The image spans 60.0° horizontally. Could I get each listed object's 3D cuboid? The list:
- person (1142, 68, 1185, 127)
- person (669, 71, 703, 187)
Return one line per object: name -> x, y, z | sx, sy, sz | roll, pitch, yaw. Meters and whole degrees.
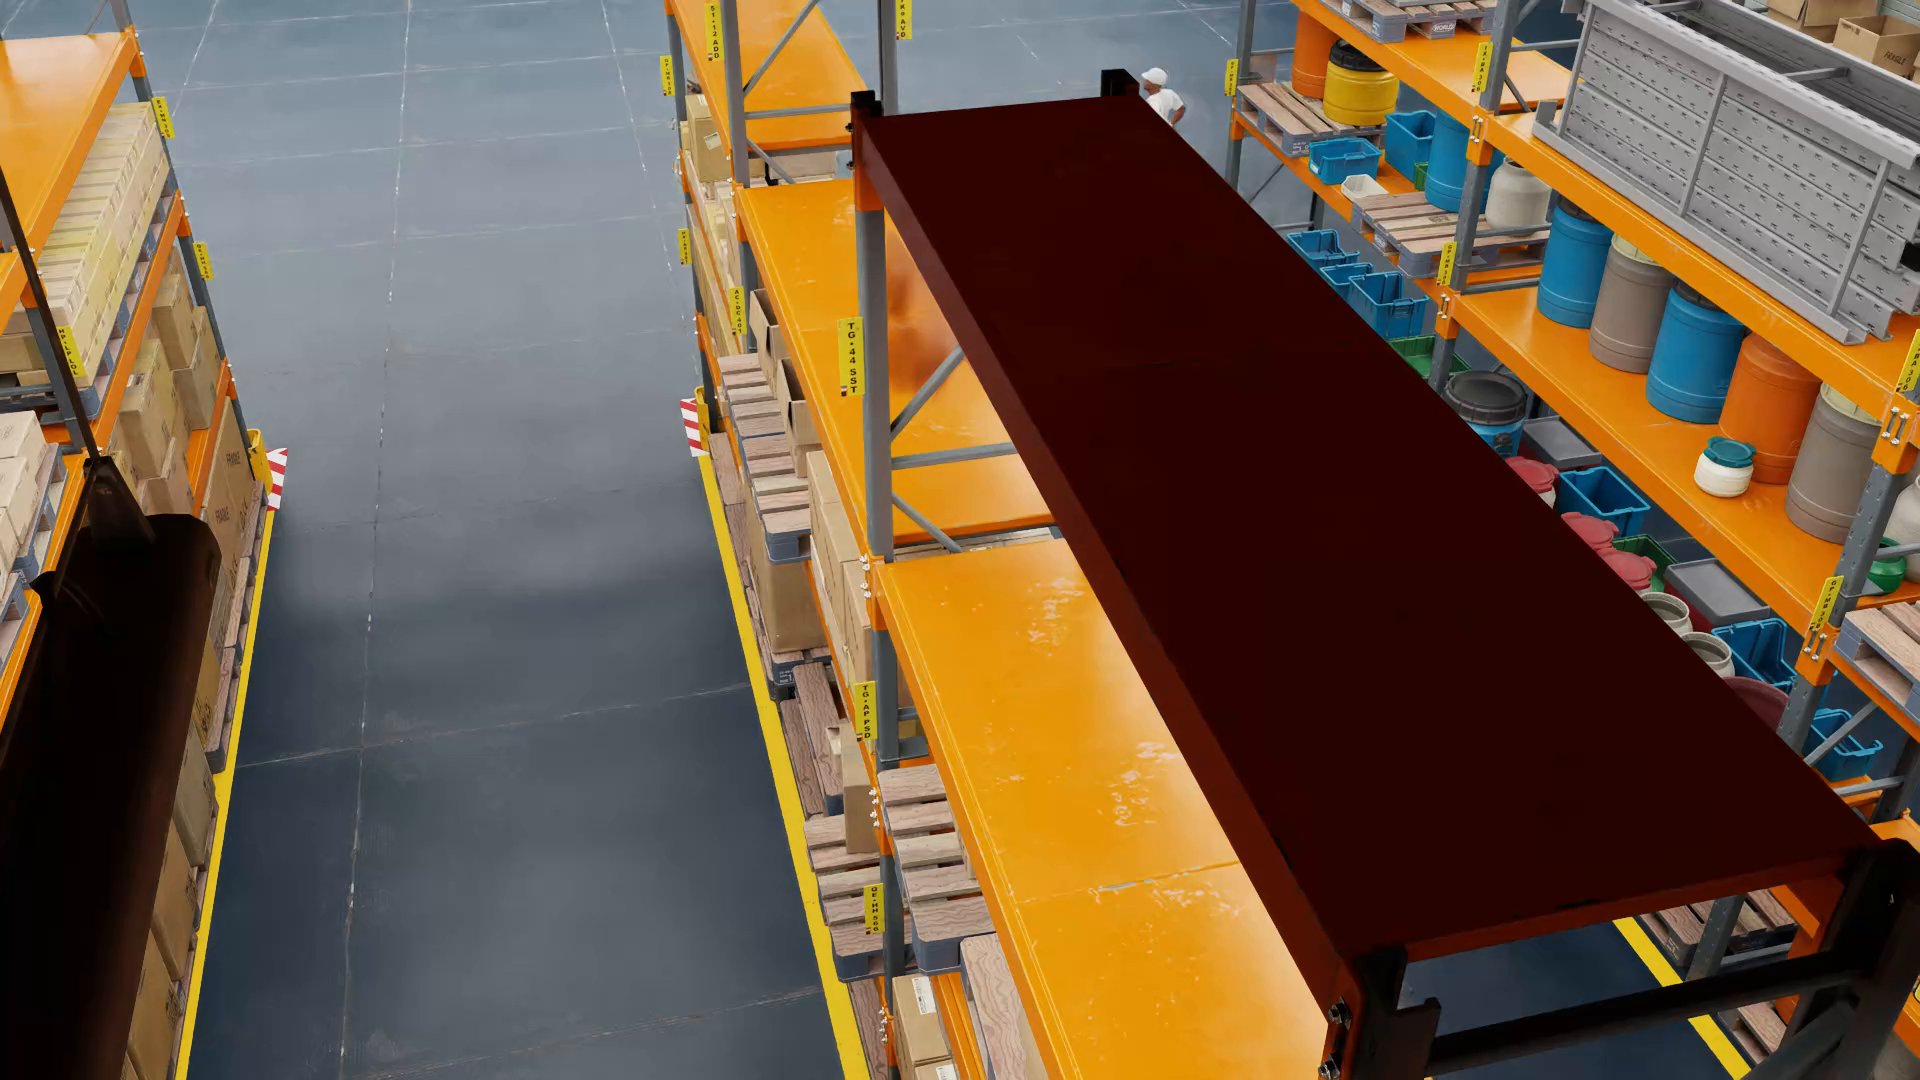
person -> 2.252, -4.504, 19.125 | 0.788, 1.831, 0.665 | 8, 35, 11
person -> -3.061, -4.578, 19.291 | 0.707, 1.722, 0.618 | 10, 36, 14
